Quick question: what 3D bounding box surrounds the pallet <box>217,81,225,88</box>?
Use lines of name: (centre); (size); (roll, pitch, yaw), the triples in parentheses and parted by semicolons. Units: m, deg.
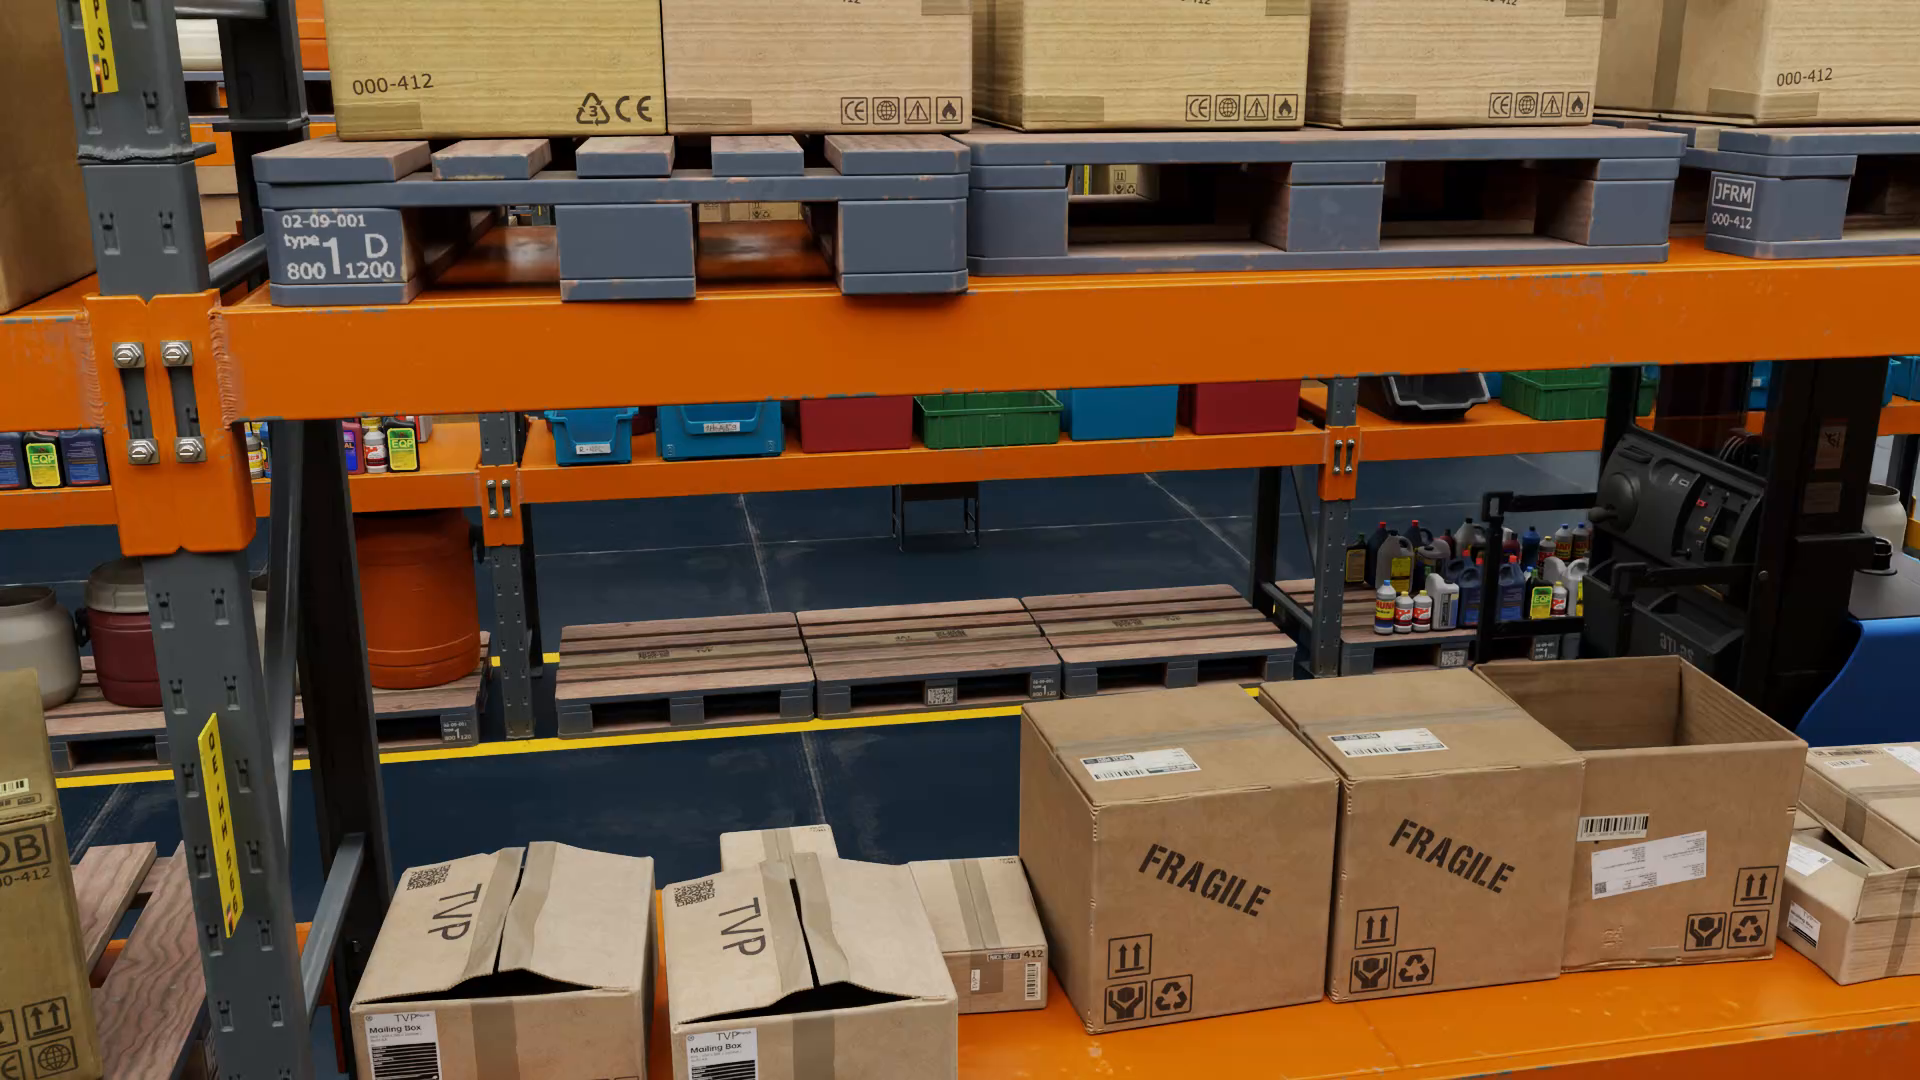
pallet: (-4.808, -3.300, 11.660); (1.213, 0.211, 1.003); (-2, 17, -8)

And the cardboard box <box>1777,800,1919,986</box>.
cardboard box: (1.886, 0.729, 3.559); (0.258, 0.266, 0.396); (-4, 17, -12)

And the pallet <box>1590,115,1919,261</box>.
pallet: (1.851, -0.727, 3.287); (1.217, 0.209, 0.805); (-4, 18, -13)

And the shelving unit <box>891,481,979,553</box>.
shelving unit: (-0.163, -0.995, 10.473); (0.503, 2.100, 0.431); (-3, 17, -10)

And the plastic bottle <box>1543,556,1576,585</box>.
plastic bottle: (3.200, 0.225, 8.859); (0.135, 0.276, 0.152); (-3, 17, -10)

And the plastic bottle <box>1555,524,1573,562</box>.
plastic bottle: (3.432, 0.041, 9.466); (0.097, 0.271, 0.097); (0, 17, 0)

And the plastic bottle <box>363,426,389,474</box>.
plastic bottle: (-2.582, -0.401, 7.347); (0.097, 0.201, 0.097); (0, 17, 0)

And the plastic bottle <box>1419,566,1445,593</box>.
plastic bottle: (2.466, 0.275, 8.686); (0.133, 0.283, 0.061); (-3, 17, -10)

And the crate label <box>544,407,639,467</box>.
crate label: (-1.664, -0.478, 7.545); (0.416, 0.233, 0.303); (-3, 17, -10)

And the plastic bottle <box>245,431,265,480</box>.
plastic bottle: (-3.095, -0.372, 7.253); (0.097, 0.201, 0.097); (0, 17, 0)

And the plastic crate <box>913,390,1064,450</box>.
plastic crate: (0.122, -0.586, 7.971); (0.662, 0.188, 0.450); (-3, 17, -10)

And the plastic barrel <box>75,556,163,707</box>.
plastic barrel: (-3.735, 0.404, 7.779); (0.708, 0.588, 0.600); (-3, 17, -10)

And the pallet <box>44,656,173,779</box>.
pallet: (-4.110, 0.813, 7.805); (1.213, 0.211, 1.003); (-3, 17, -10)

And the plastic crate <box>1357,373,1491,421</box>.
plastic crate: (2.317, -0.828, 8.506); (0.504, 0.338, 0.767); (-3, 17, -10)

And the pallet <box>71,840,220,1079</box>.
pallet: (-1.865, 0.935, 2.985); (1.003, 0.211, 1.213); (-3, 17, -10)

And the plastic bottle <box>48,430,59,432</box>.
plastic bottle: (-4.154, -0.603, 7.751); (0.185, 0.351, 0.144); (-3, 17, -10)

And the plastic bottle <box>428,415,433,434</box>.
plastic bottle: (-2.635, -0.653, 8.039); (0.135, 0.276, 0.152); (-3, 17, -10)

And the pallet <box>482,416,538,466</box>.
pallet: (-3.877, -0.715, 12.782); (1.213, 0.211, 1.003); (-3, 17, -10)

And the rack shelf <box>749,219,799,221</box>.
rack shelf: (-1.966, -3.274, 17.586); (4.000, 0.370, 1.077); (-3, 17, -10)

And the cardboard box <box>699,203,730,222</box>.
cardboard box: (-2.037, -2.421, 12.699); (0.500, 0.500, 0.700); (-1, 17, -2)

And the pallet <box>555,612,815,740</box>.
pallet: (-1.381, 0.658, 8.309); (1.213, 0.211, 1.003); (-3, 17, -10)

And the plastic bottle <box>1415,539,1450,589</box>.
plastic bottle: (2.598, 0.138, 9.144); (0.135, 0.276, 0.152); (-3, 17, -10)

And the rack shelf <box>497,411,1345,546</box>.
rack shelf: (-0.185, -0.410, 8.264); (4.000, 0.370, 1.077); (-3, 17, -10)

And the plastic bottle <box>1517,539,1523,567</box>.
plastic bottle: (3.133, 0.092, 9.421); (0.097, 0.201, 0.097); (0, 17, 0)

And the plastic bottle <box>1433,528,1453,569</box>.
plastic bottle: (2.697, 0.072, 9.346); (0.133, 0.283, 0.061); (-2, 17, -7)

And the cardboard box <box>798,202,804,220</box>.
cardboard box: (-1.457, -3.614, 17.300); (0.500, 0.500, 0.500); (-3, 17, -10)

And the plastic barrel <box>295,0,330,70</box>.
plastic barrel: (-2.707, -2.452, 7.130); (0.708, 0.830, 0.600); (-3, 17, -10)

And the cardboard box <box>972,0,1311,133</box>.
cardboard box: (0.297, -0.882, 3.006); (0.500, 0.250, 0.500); (-4, 17, -12)

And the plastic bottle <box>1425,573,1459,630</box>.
plastic bottle: (2.487, 0.309, 8.587); (0.135, 0.276, 0.152); (-3, 17, -8)

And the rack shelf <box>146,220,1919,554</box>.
rack shelf: (0.751, -0.416, 3.174); (4.000, 0.370, 1.077); (-3, 17, -10)

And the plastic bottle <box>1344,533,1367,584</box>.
plastic bottle: (2.188, 0.101, 9.252); (0.133, 0.283, 0.061); (-2, 17, -8)

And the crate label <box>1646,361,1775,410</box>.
crate label: (3.950, -0.925, 8.654); (0.616, 0.435, 0.502); (-3, 17, -10)

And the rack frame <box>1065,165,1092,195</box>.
rack frame: (0.839, -2.293, 13.170); (0.127, 3.000, 1.000); (-3, 17, -10)

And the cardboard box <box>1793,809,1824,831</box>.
cardboard box: (1.806, 0.673, 3.939); (0.250, 0.149, 0.380); (-3, 17, -10)

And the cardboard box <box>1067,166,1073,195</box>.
cardboard box: (0.893, -3.862, 18.020); (0.550, 0.550, 0.875); (-3, 17, -10)

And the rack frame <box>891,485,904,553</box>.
rack frame: (-0.402, -0.981, 10.429); (0.015, 2.100, 0.400); (-3, 17, -10)

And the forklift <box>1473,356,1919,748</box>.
forklift: (2.558, -0.173, 6.382); (3.031, 2.935, 1.130); (-3, 17, -9)

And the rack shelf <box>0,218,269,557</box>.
rack shelf: (-3.176, -0.193, 2.449); (4.000, 0.370, 1.077); (-3, 17, -10)

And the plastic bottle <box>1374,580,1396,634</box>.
plastic bottle: (2.175, 0.337, 8.503); (0.097, 0.271, 0.097); (0, 17, 0)

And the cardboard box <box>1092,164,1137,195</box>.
cardboard box: (1.329, -2.913, 12.808); (0.500, 0.500, 0.500); (-3, 17, -10)

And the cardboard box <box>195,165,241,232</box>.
cardboard box: (-5.107, -2.487, 11.922); (0.637, 0.503, 0.797); (-3, 17, -9)

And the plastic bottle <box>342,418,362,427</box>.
plastic bottle: (-2.966, -0.651, 8.021); (0.133, 0.283, 0.061); (-3, 17, -10)

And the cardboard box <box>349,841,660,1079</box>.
cardboard box: (-0.847, 0.820, 3.184); (0.500, 0.311, 0.500); (-2, 17, -7)

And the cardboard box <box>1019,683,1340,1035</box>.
cardboard box: (0.432, 0.639, 3.451); (0.500, 0.500, 0.500); (-4, 18, -13)

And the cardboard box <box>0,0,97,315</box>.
cardboard box: (-1.635, -0.662, 2.580); (0.500, 0.500, 0.910); (-3, 17, -10)

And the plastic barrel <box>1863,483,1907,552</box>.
plastic barrel: (5.074, -0.041, 9.359); (0.421, 0.512, 0.421); (0, 17, 0)

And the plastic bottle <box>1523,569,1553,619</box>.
plastic bottle: (3.005, 0.290, 8.637); (0.133, 0.283, 0.061); (-2, 17, -8)

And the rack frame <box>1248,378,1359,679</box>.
rack frame: (1.779, -0.866, 8.521); (0.127, 3.000, 1.000); (-3, 17, -10)

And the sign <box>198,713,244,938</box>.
sign: (-1.100, 0.426, 2.480); (0.005, 0.325, 0.100); (-3, 17, -10)
